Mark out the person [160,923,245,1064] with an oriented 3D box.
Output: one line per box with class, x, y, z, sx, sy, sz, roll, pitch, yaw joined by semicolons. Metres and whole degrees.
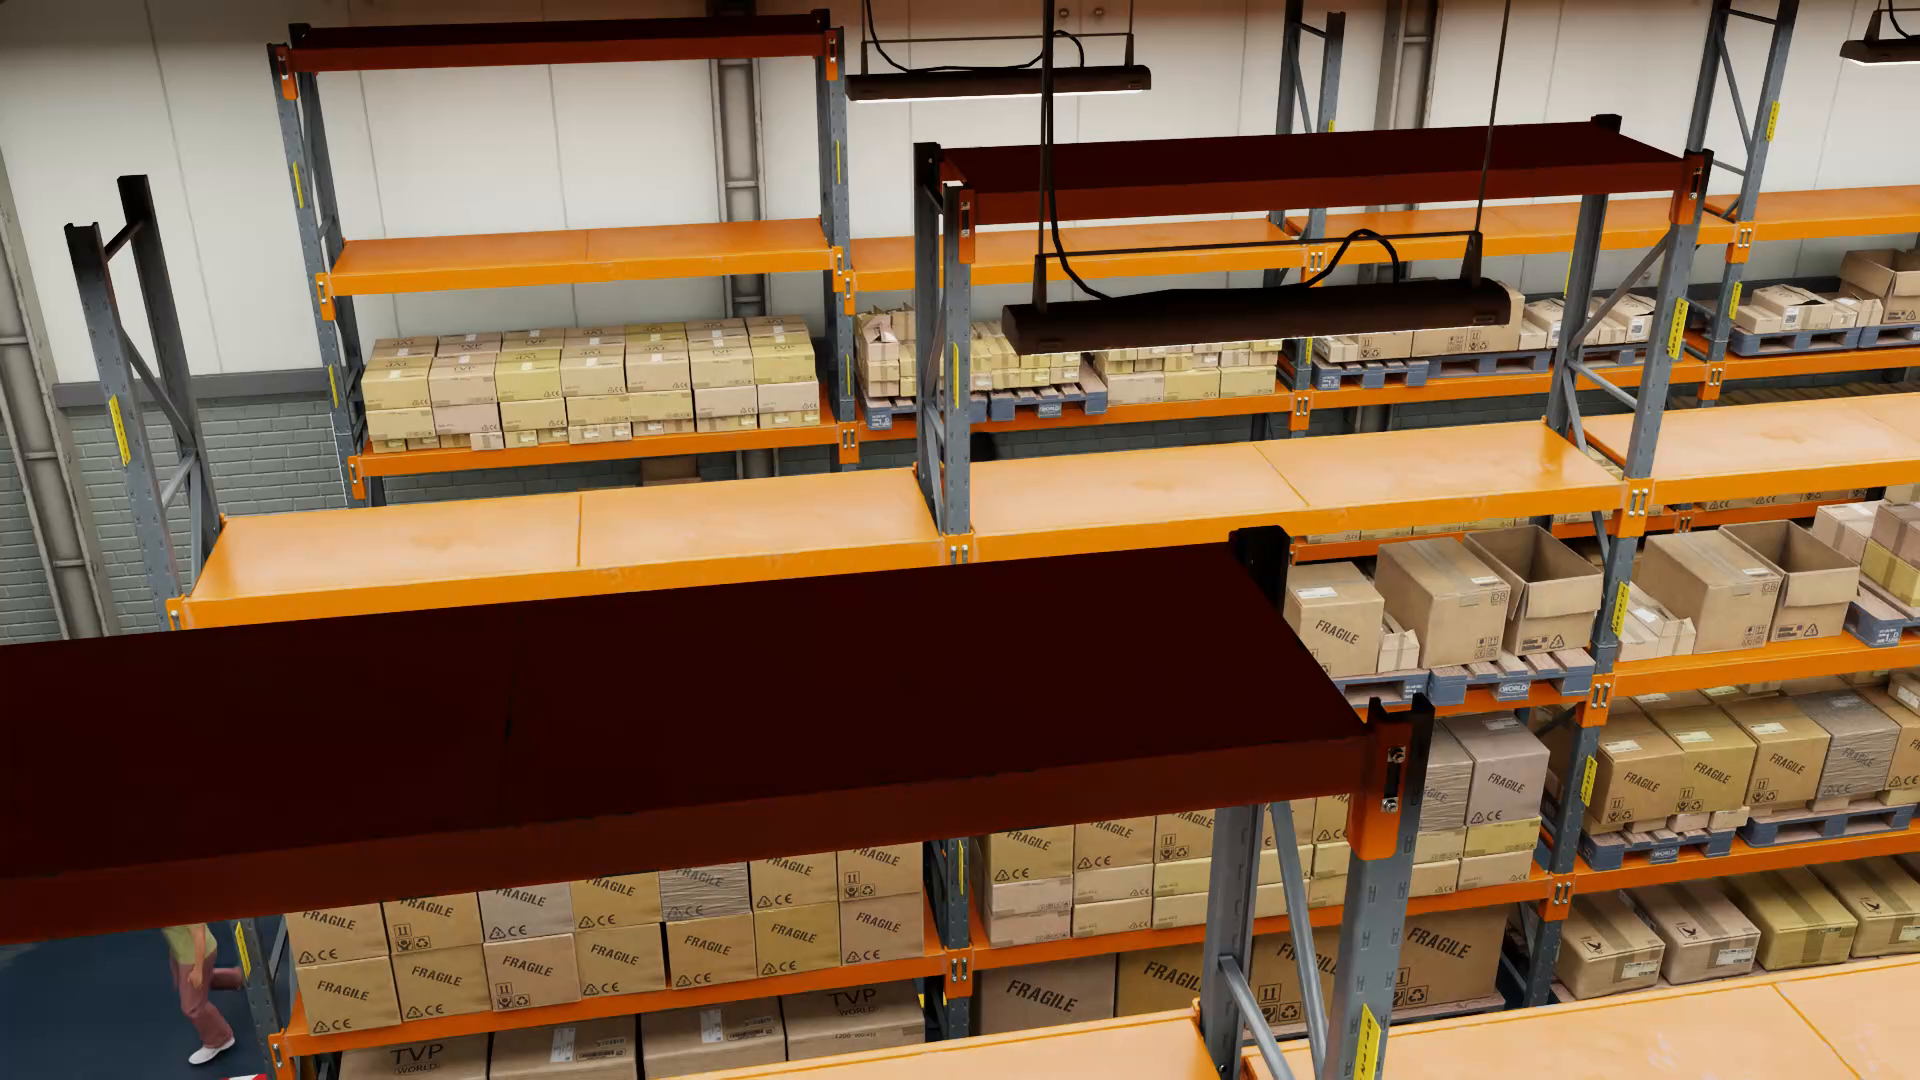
person;-4.987;2.624;10.966;0.606;1.646;0.677;-23;34;-39
